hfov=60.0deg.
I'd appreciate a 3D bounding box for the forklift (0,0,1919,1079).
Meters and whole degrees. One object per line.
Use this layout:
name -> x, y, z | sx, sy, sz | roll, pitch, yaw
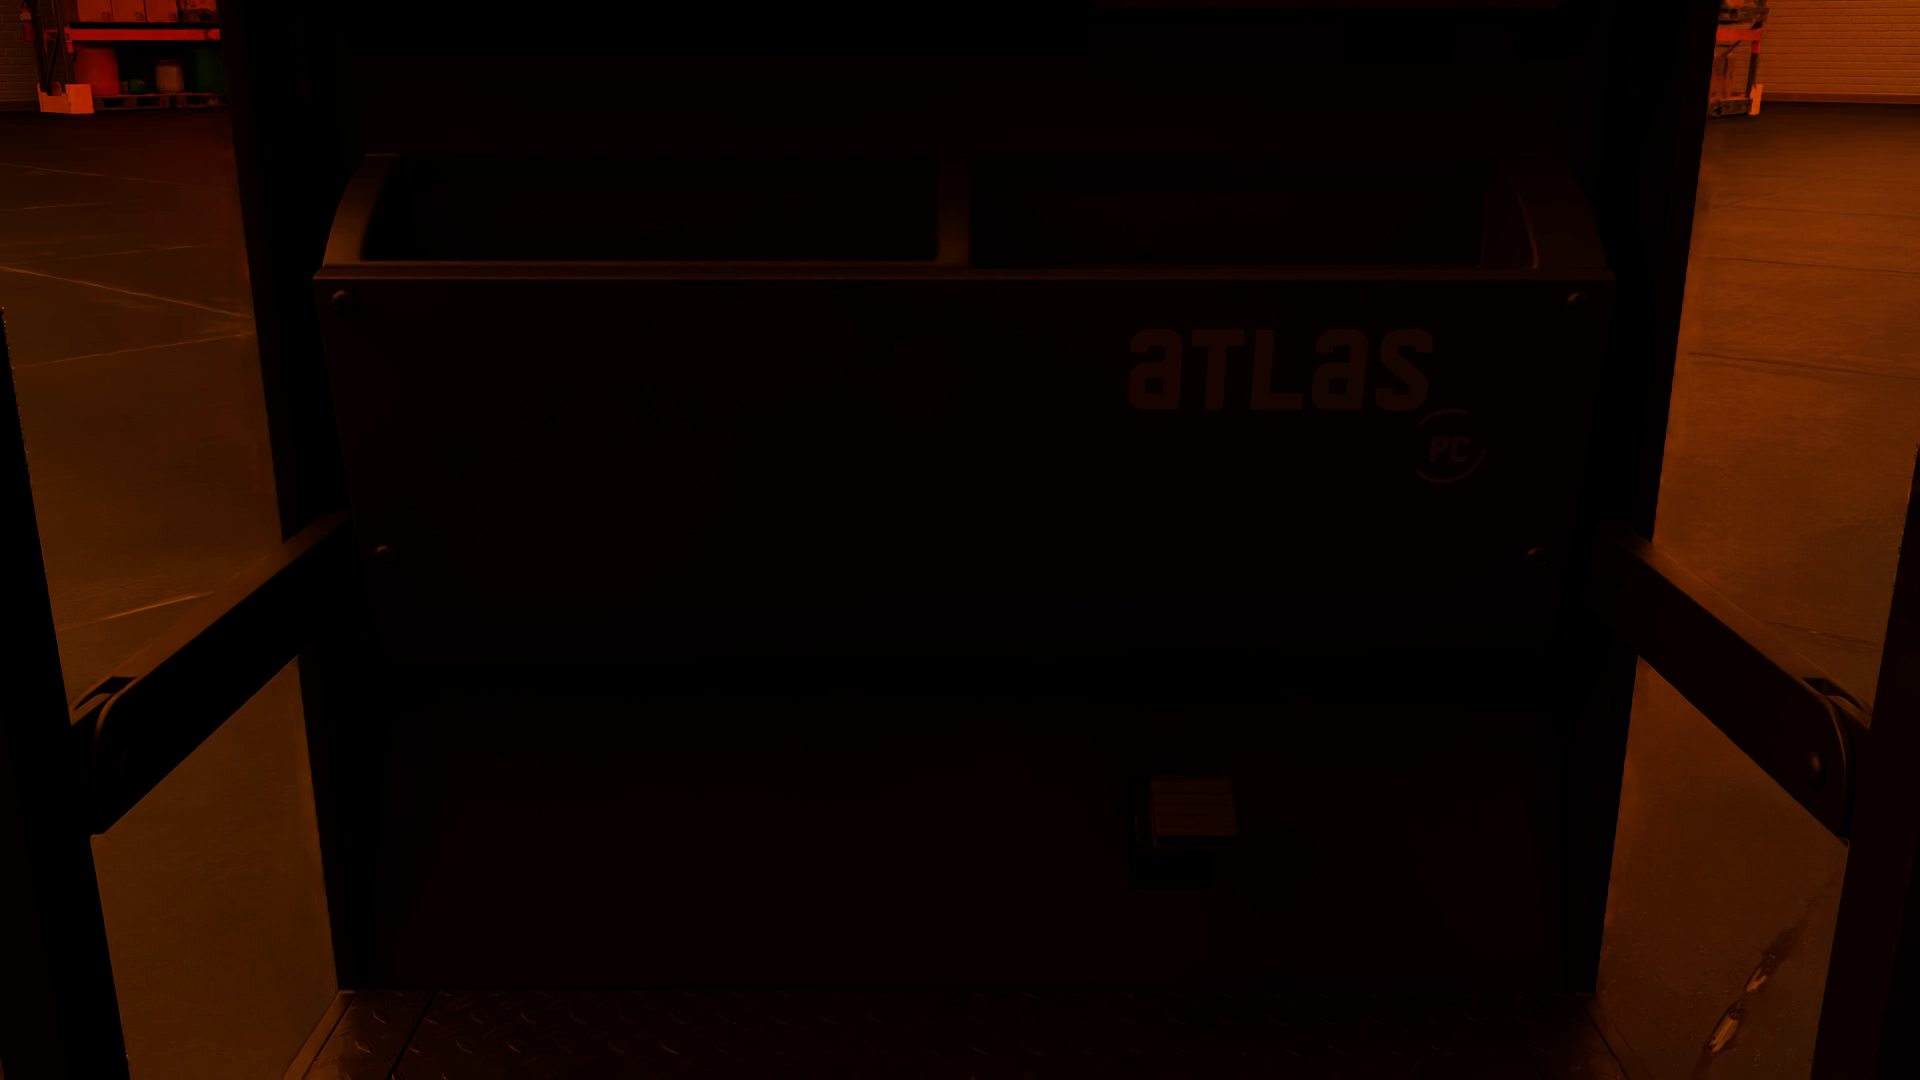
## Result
forklift -> 0.004, -0.612, 0.913 | 1.130, 2.935, 3.031 | 0, 17, 0
